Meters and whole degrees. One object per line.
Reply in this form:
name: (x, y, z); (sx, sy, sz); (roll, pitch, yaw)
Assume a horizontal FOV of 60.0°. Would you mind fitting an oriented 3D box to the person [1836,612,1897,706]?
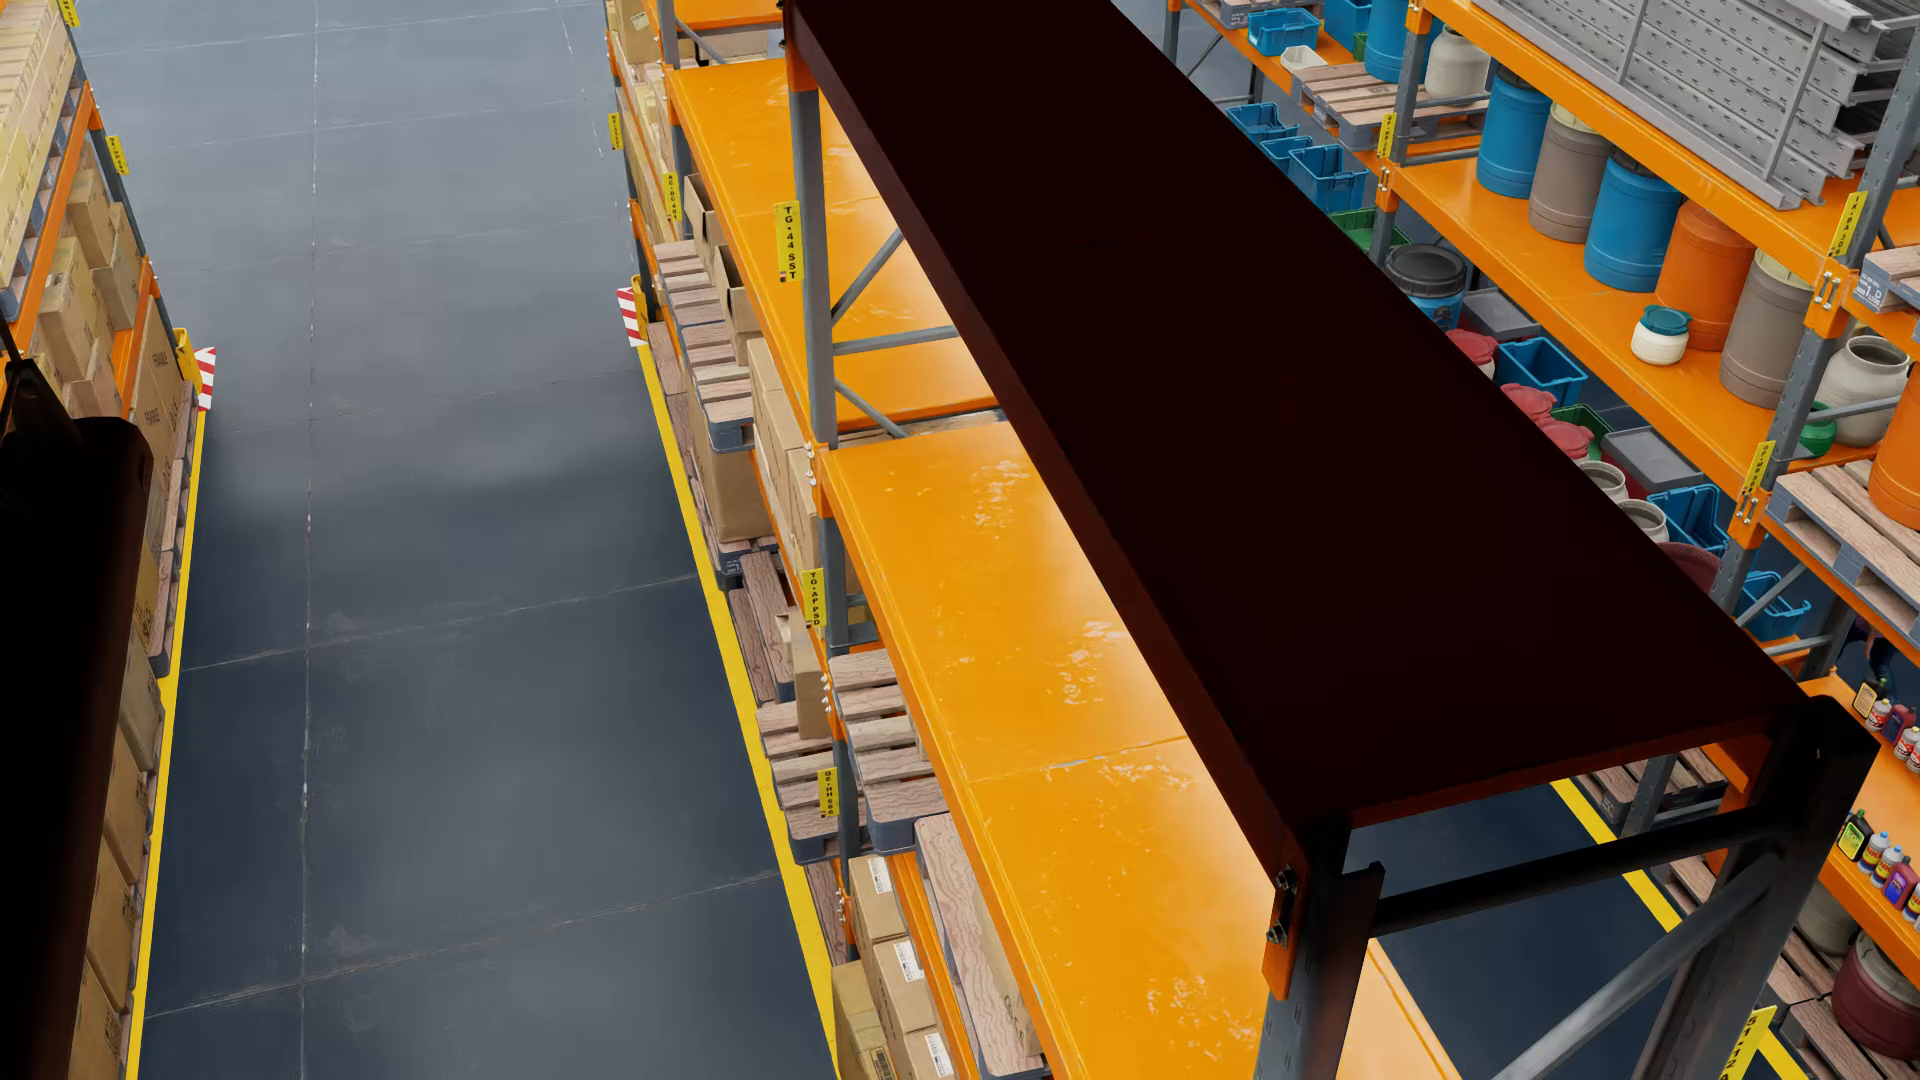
person: (6.024, 0.490, 10.965); (0.401, 1.517, 0.986); (-9, 39, -11)
